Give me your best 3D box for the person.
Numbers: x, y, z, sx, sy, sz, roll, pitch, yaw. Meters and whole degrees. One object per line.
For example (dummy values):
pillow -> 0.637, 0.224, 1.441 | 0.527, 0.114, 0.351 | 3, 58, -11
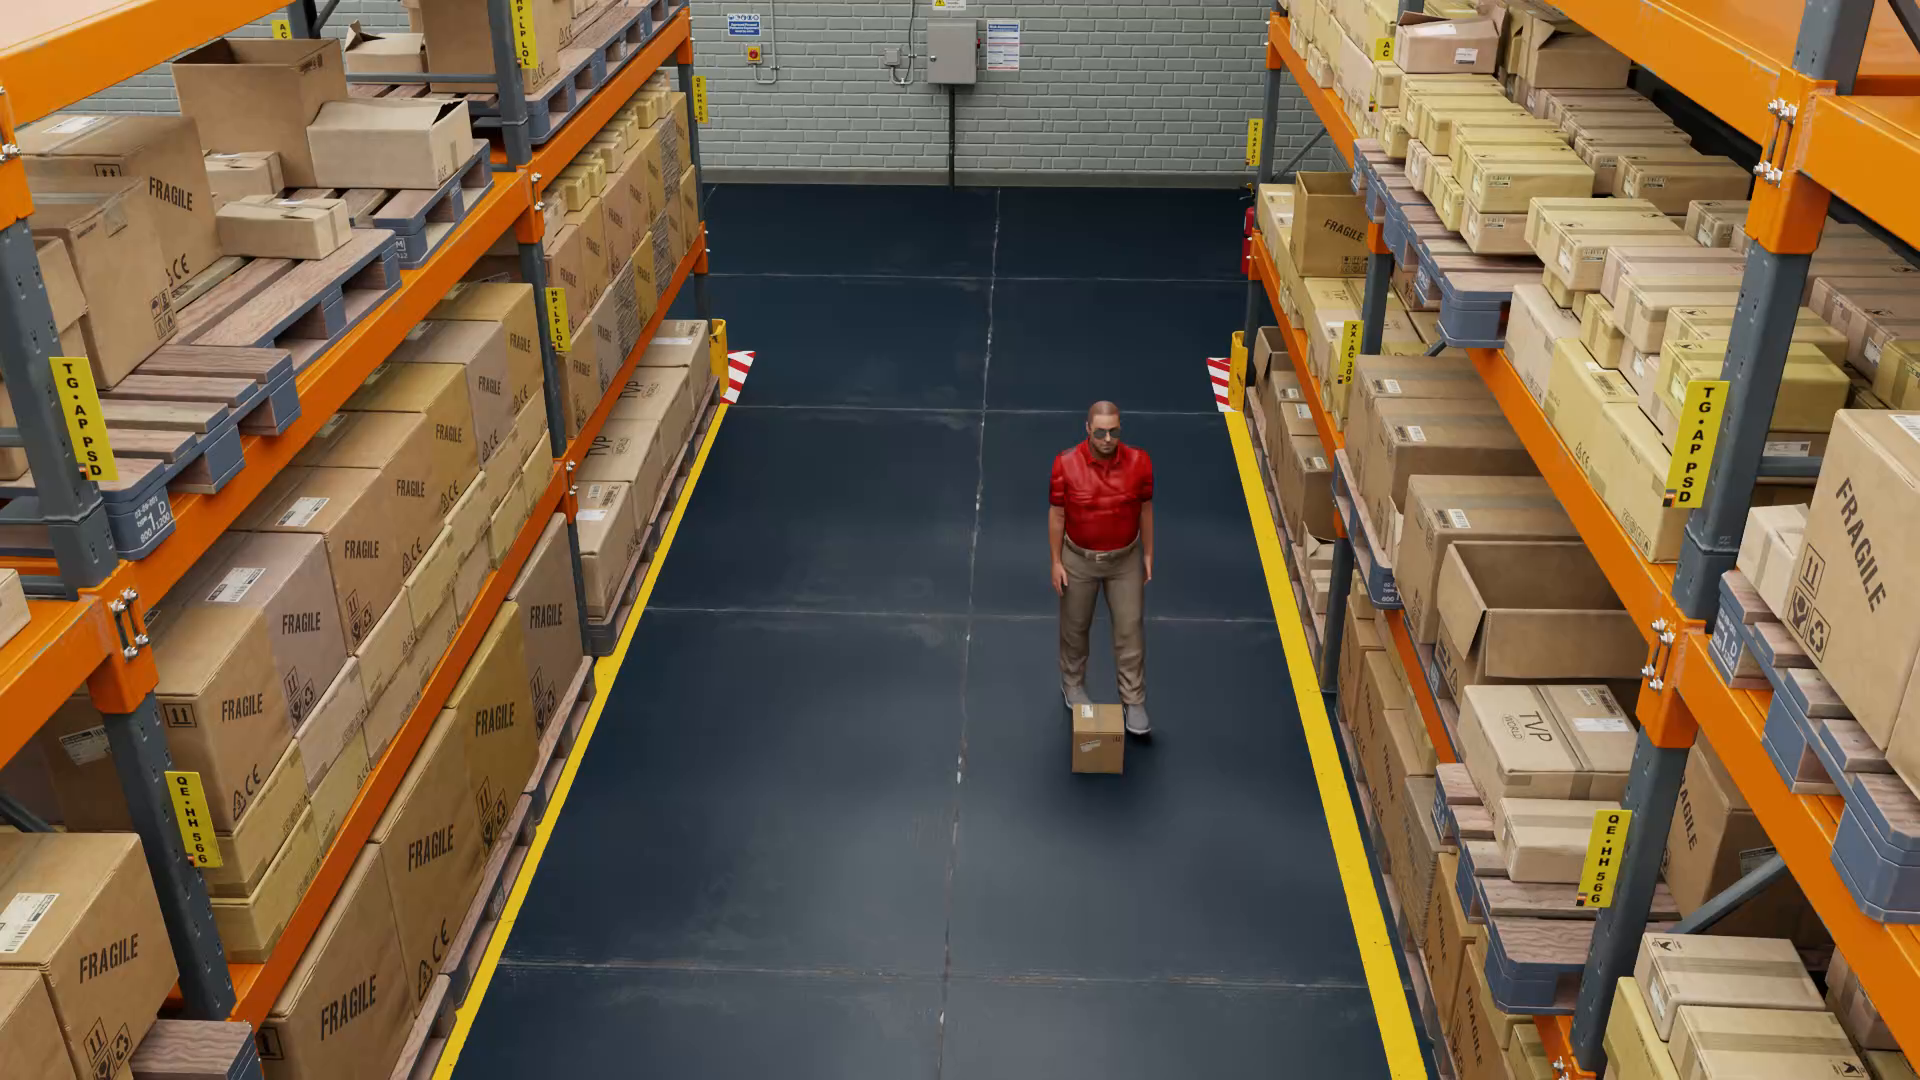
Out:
person -> 0.726, 0.155, 8.326 | 0.545, 1.723, 0.606 | -2, 28, -4
